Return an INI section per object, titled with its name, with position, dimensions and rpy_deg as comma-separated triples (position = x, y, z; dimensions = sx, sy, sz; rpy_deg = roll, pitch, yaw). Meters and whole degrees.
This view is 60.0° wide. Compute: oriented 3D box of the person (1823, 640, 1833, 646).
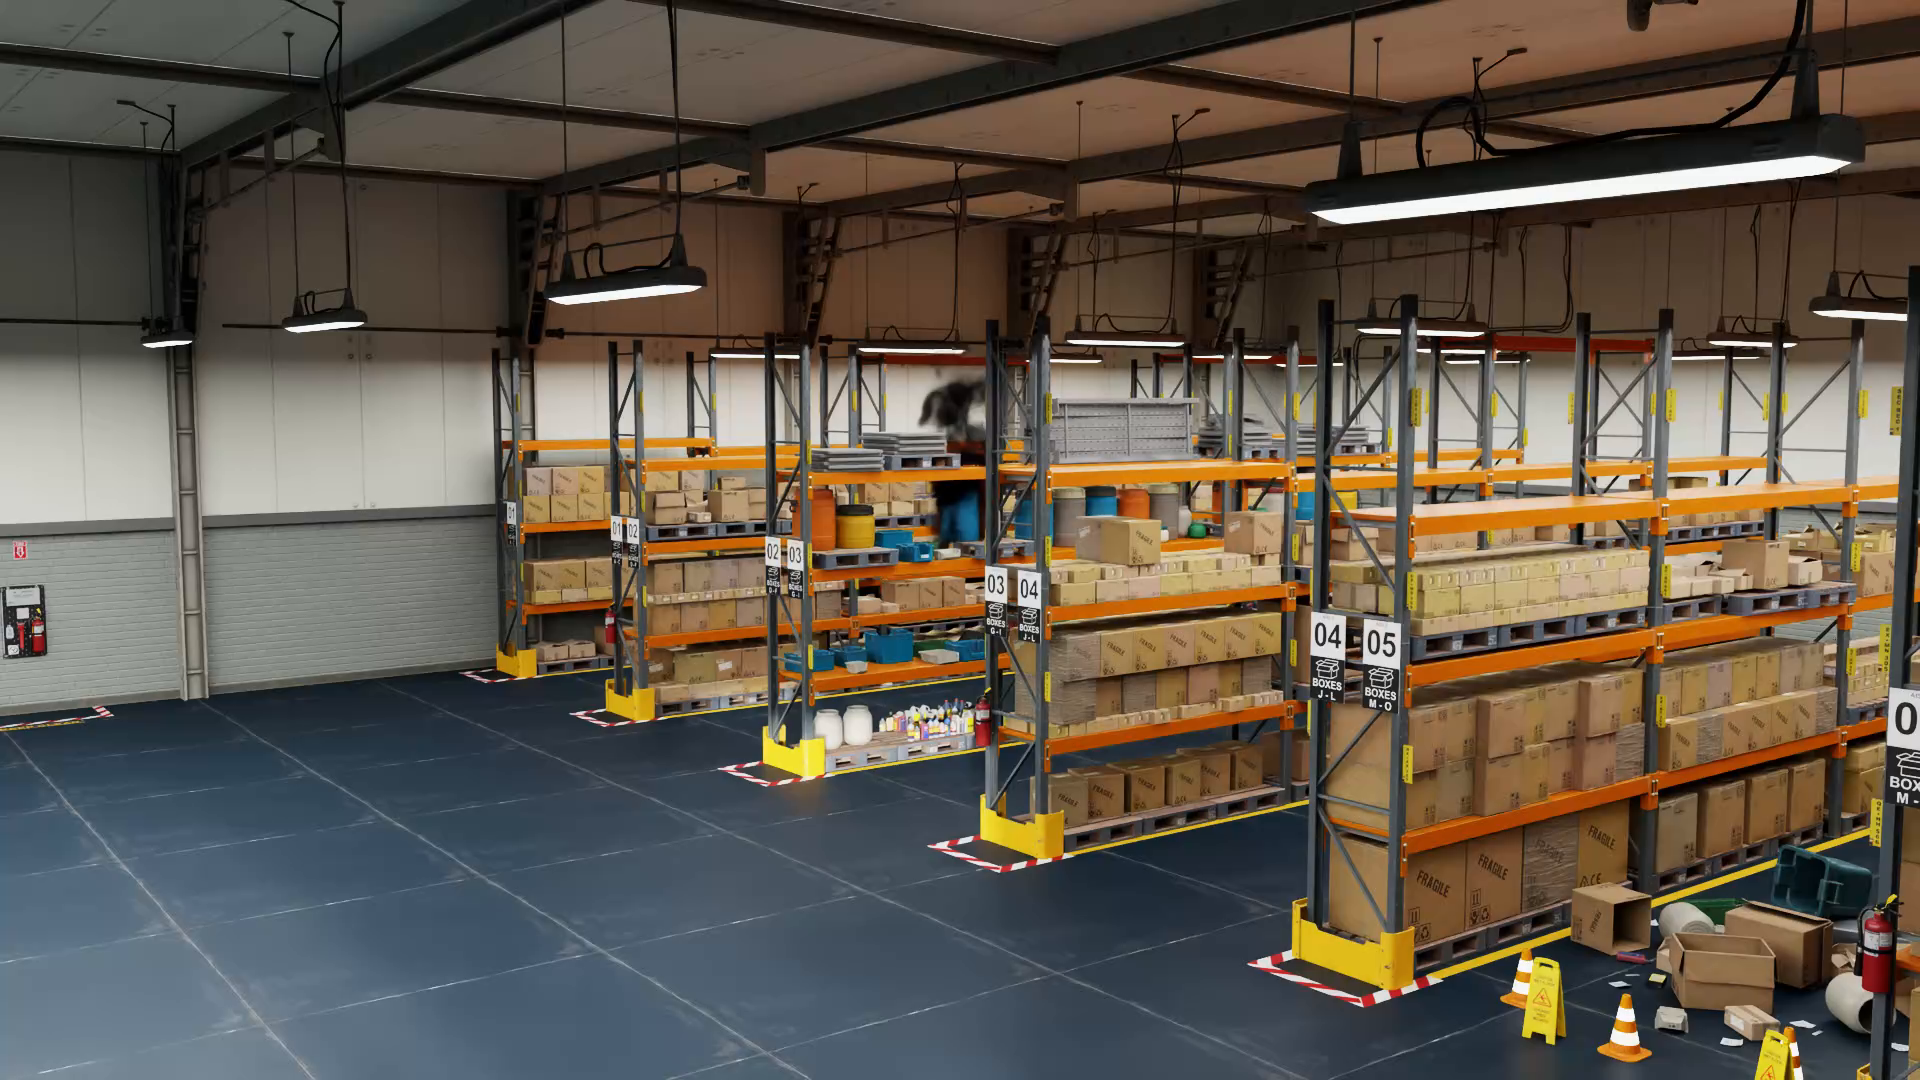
[person]
position = 12.449, 2.249, 23.803
dimensions = 0.834, 1.625, 0.590
rpy_deg = -3, 6, -30
